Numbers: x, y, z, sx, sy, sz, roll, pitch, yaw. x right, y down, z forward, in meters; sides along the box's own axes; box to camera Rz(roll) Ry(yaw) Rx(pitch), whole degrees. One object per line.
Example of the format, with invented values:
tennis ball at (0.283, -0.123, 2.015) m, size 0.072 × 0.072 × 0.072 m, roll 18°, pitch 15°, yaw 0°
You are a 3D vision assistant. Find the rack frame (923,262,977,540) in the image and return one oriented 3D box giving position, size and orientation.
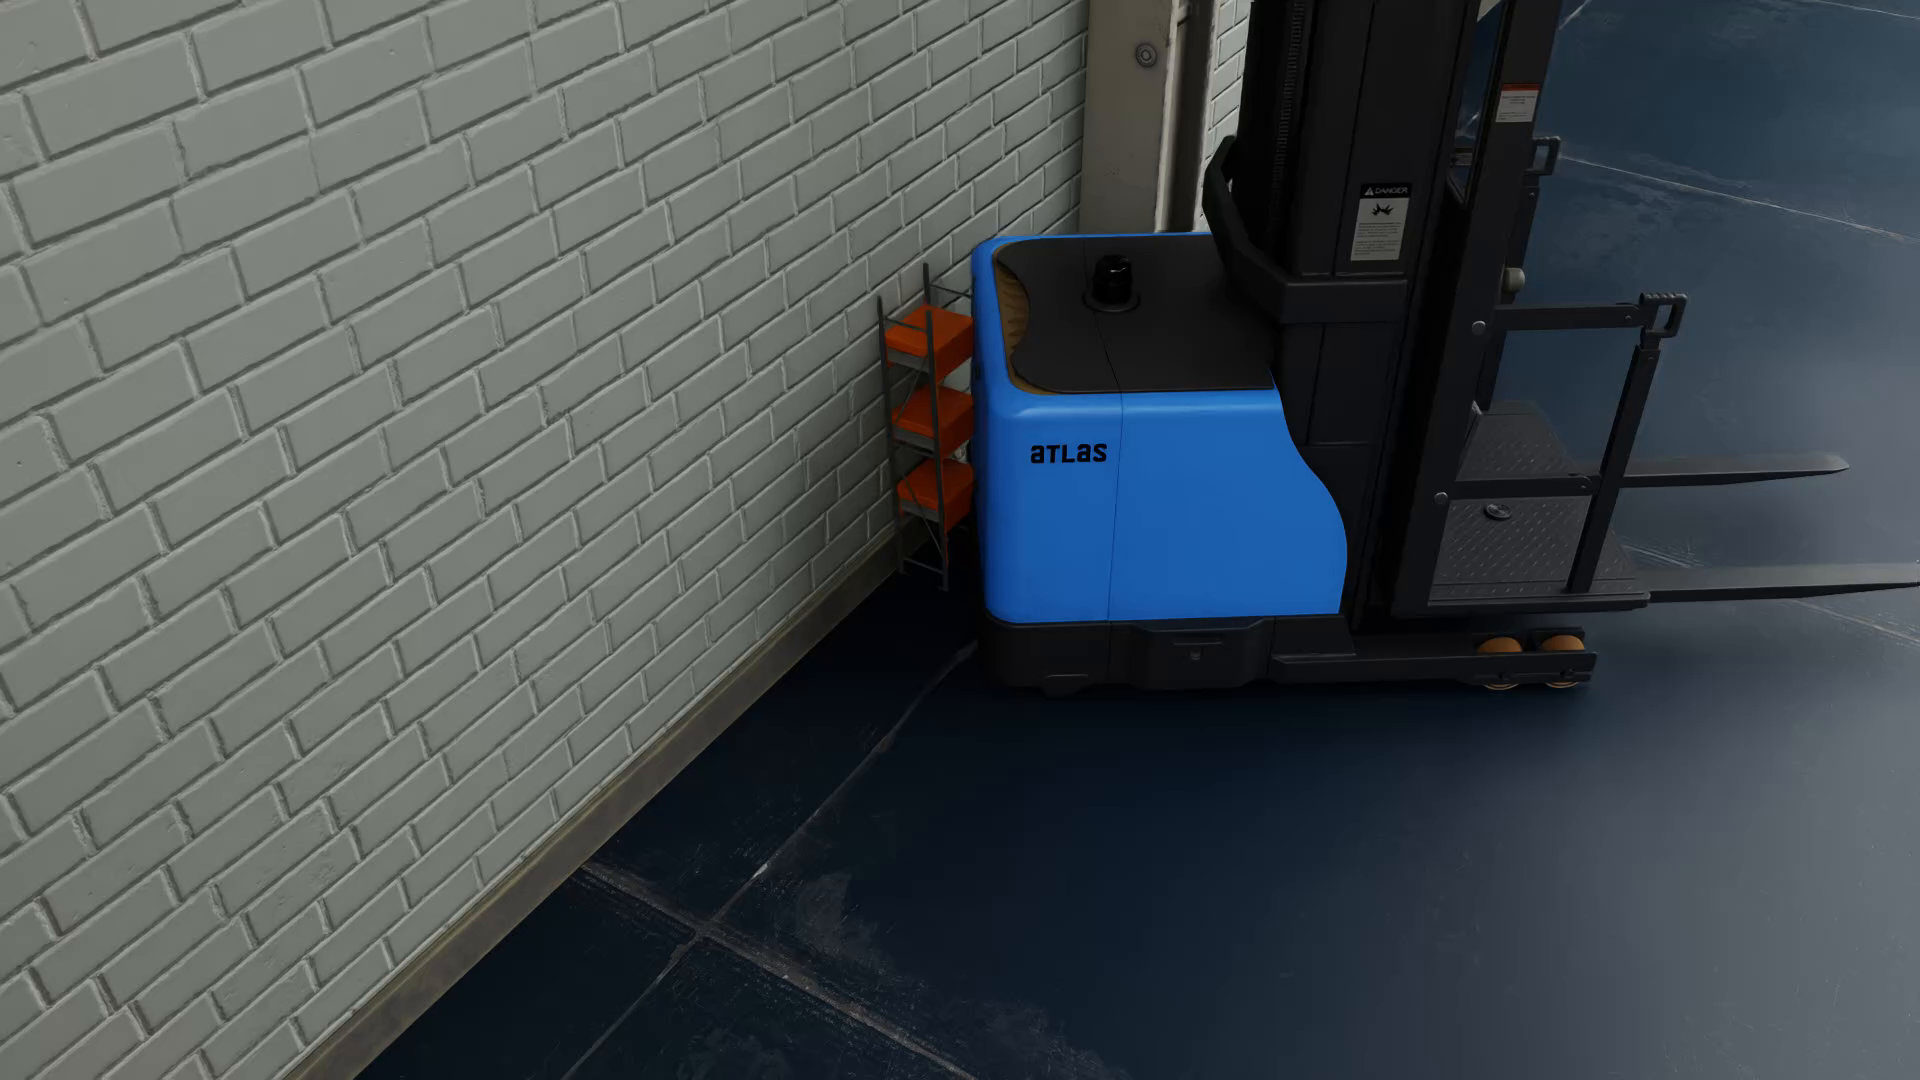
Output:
rack frame at (-0.007, -0.406, 5.413) m, size 0.200 × 1.050 × 0.008 m, roll 20°, pitch 42°, yaw 28°

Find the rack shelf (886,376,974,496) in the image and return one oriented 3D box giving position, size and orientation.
rack shelf at (-0.075, -0.335, 5.340) m, size 0.215 × 0.259 × 0.240 m, roll 20°, pitch 42°, yaw 28°

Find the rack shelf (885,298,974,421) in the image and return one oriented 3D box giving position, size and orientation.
rack shelf at (-0.088, -0.563, 5.172) m, size 0.215 × 0.259 × 0.240 m, roll 20°, pitch 42°, yaw 28°

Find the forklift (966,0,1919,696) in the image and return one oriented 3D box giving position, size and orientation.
forklift at (1.556, -1.020, 4.672) m, size 3.031 × 2.935 × 1.130 m, roll -2°, pitch 38°, yaw -2°

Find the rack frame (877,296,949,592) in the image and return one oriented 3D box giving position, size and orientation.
rack frame at (-0.144, -0.281, 5.254) m, size 0.200 × 1.050 × 0.008 m, roll 20°, pitch 42°, yaw 28°

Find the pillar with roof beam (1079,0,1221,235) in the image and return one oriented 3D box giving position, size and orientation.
pillar with roof beam at (4.296, -2.768, 1.969) m, size 9.100 × 9.000 × 0.400 m, roll 21°, pitch 42°, yaw 25°

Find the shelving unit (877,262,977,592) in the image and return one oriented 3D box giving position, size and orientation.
shelving unit at (-0.076, -0.343, 5.333) m, size 0.215 × 1.050 × 0.252 m, roll 20°, pitch 42°, yaw 28°

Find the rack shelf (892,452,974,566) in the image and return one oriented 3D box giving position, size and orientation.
rack shelf at (-0.062, -0.111, 5.504) m, size 0.215 × 0.259 × 0.240 m, roll 20°, pitch 42°, yaw 28°
